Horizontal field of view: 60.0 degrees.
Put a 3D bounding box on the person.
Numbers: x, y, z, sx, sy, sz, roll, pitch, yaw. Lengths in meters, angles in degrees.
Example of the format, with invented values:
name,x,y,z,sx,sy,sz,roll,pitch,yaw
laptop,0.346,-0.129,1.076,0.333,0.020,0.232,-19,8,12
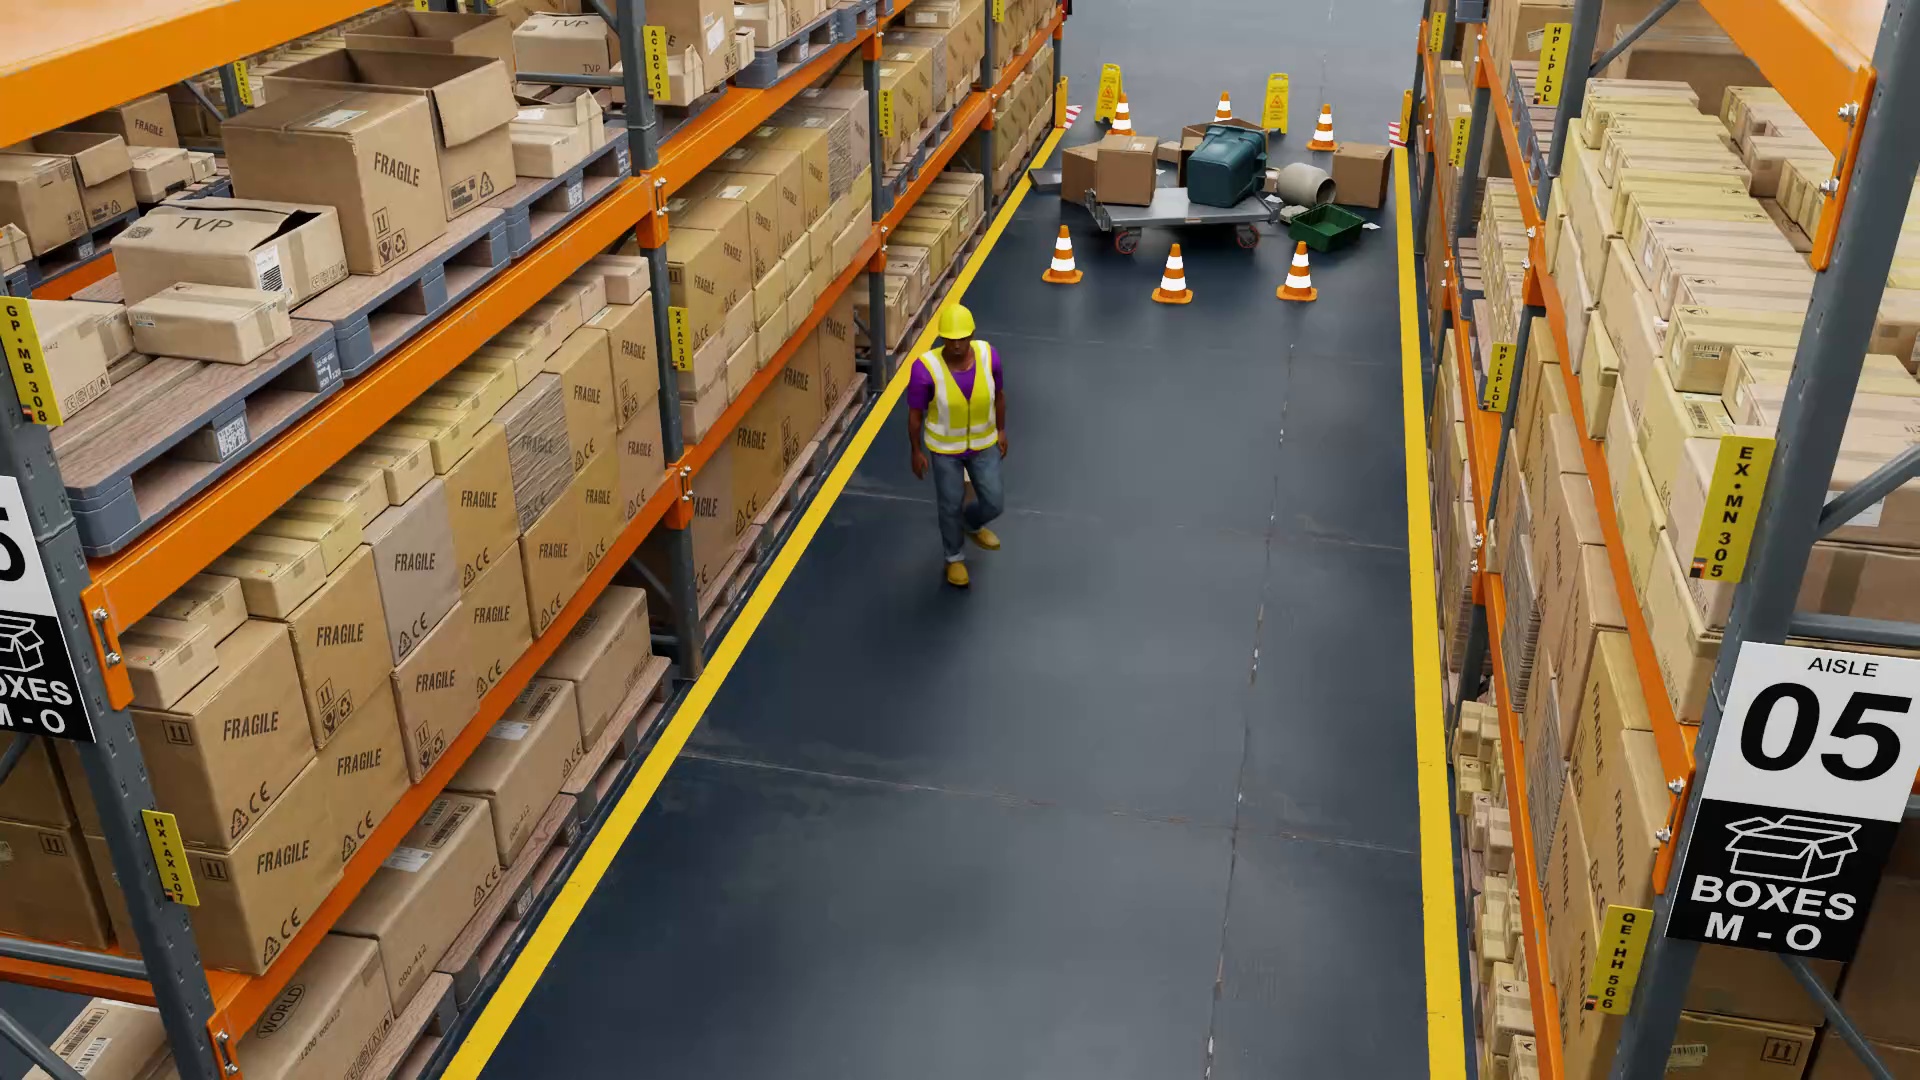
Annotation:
name,x,y,z,sx,sy,sz,roll,pitch,yaw
person,-0.009,-0.566,9.623,0.615,1.759,0.558,-8,30,-15
